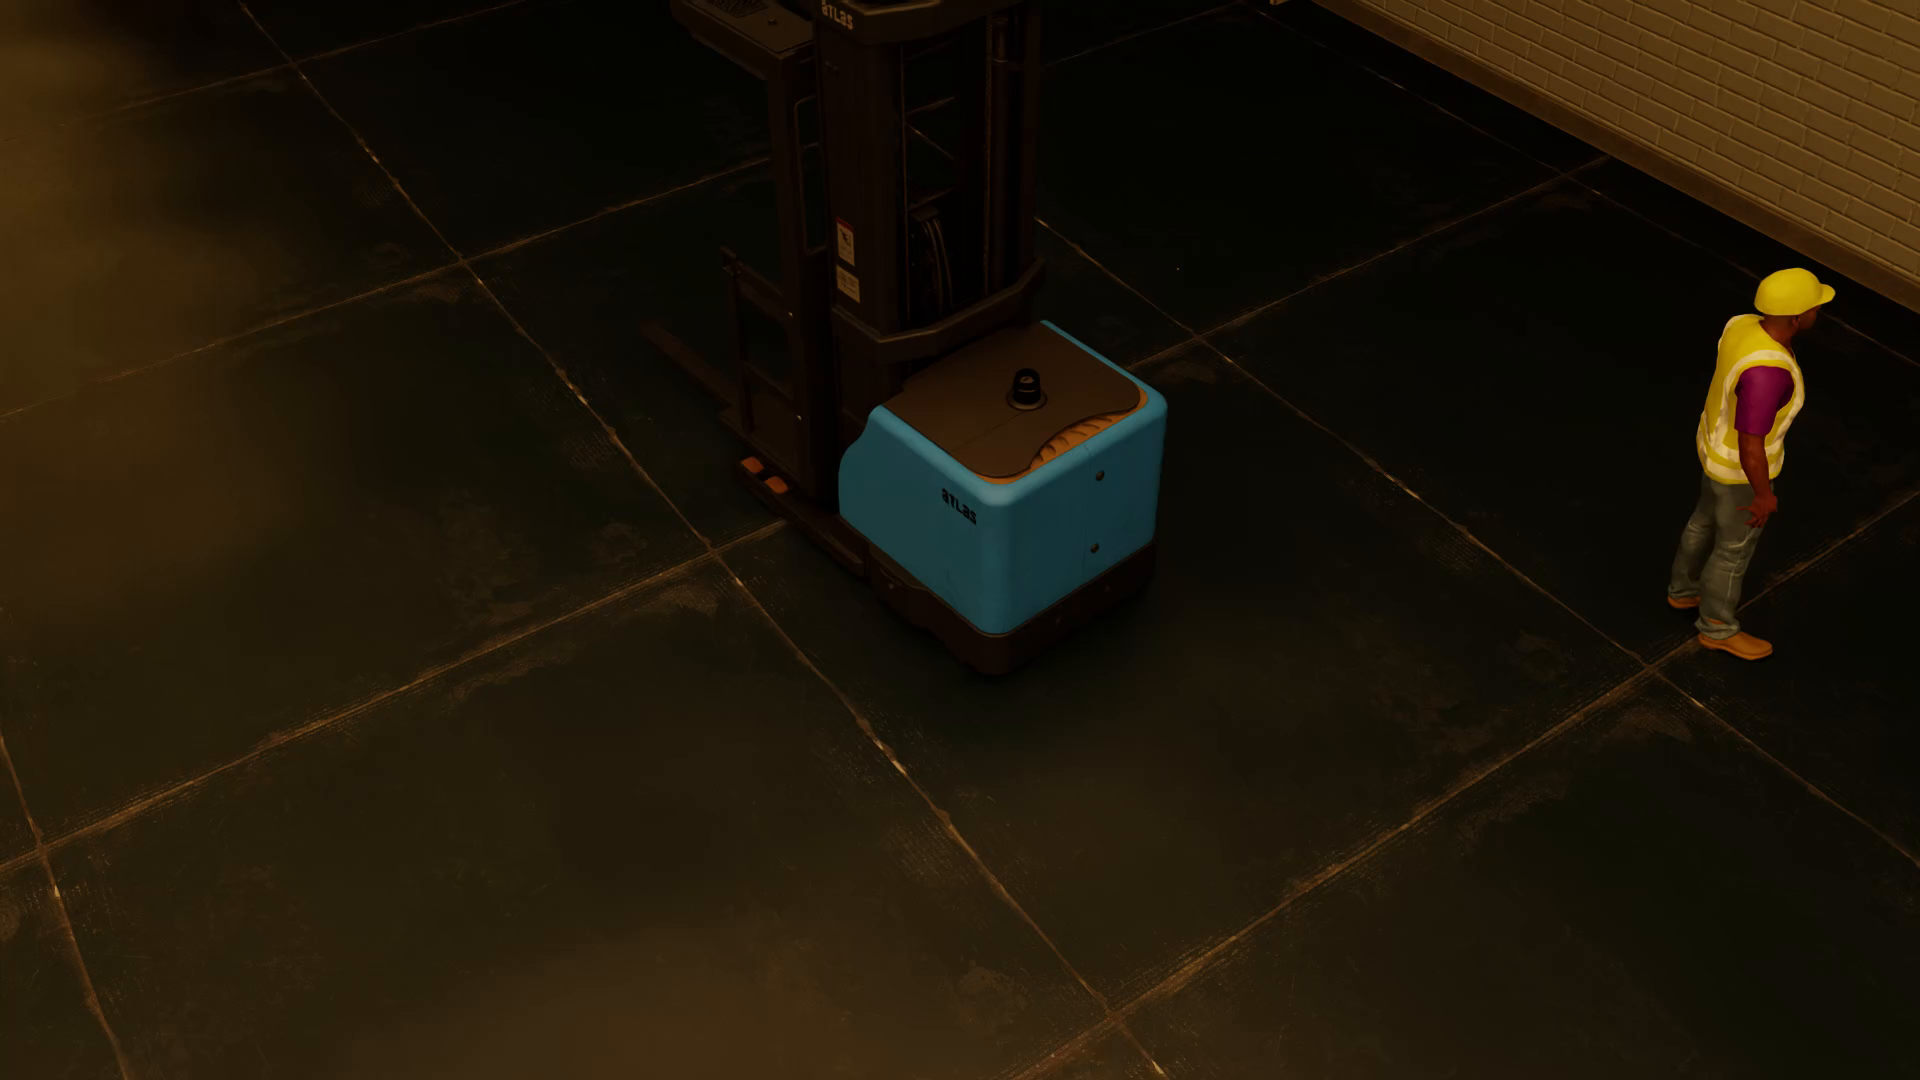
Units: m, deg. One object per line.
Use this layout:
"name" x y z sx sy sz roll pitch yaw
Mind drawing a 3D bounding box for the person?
"person" 3.330 -0.341 6.937 0.565 1.768 0.665 7 43 7

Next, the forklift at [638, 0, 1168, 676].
"forklift" -0.458 -1.420 7.256 1.130 2.935 3.031 -30 51 -29
